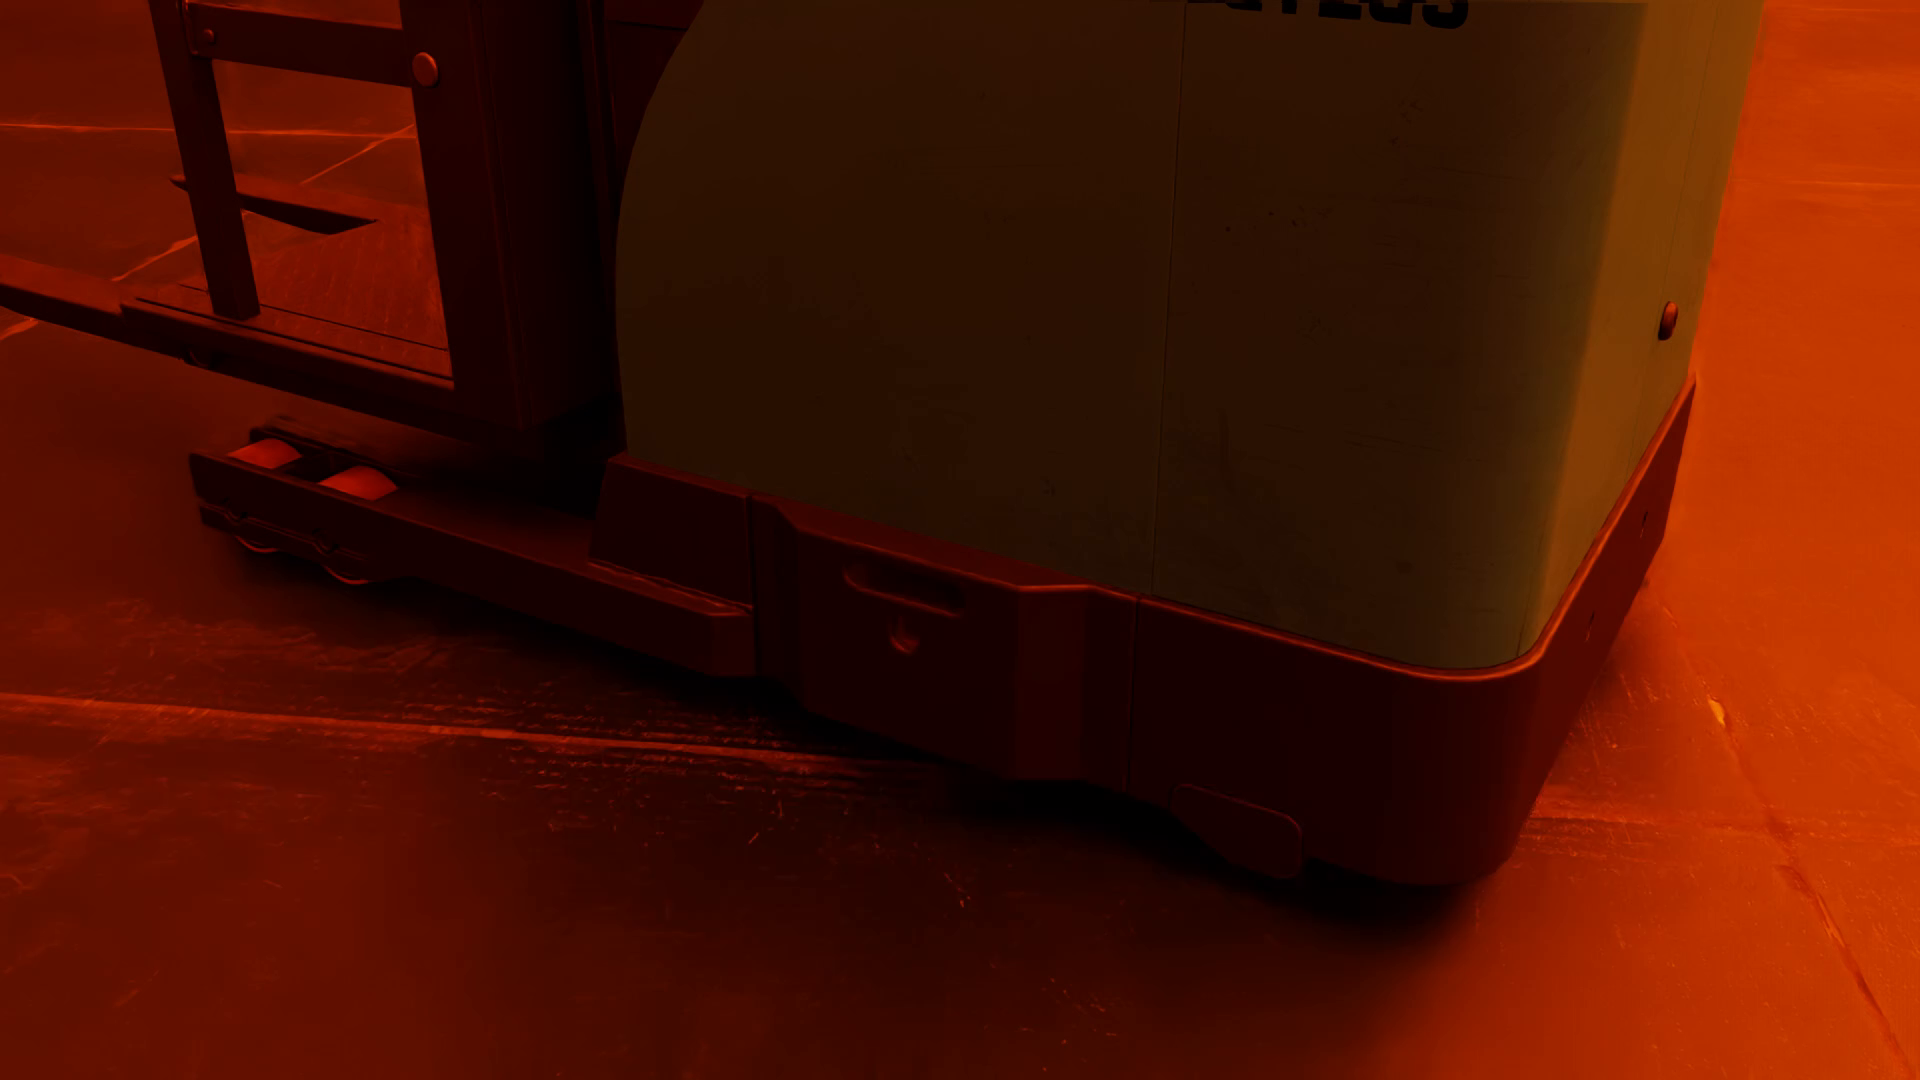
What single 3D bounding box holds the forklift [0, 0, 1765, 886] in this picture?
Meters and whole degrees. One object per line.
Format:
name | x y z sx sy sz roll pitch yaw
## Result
forklift | -0.528 -1.433 2.089 3.031 2.935 1.130 15 30 27
